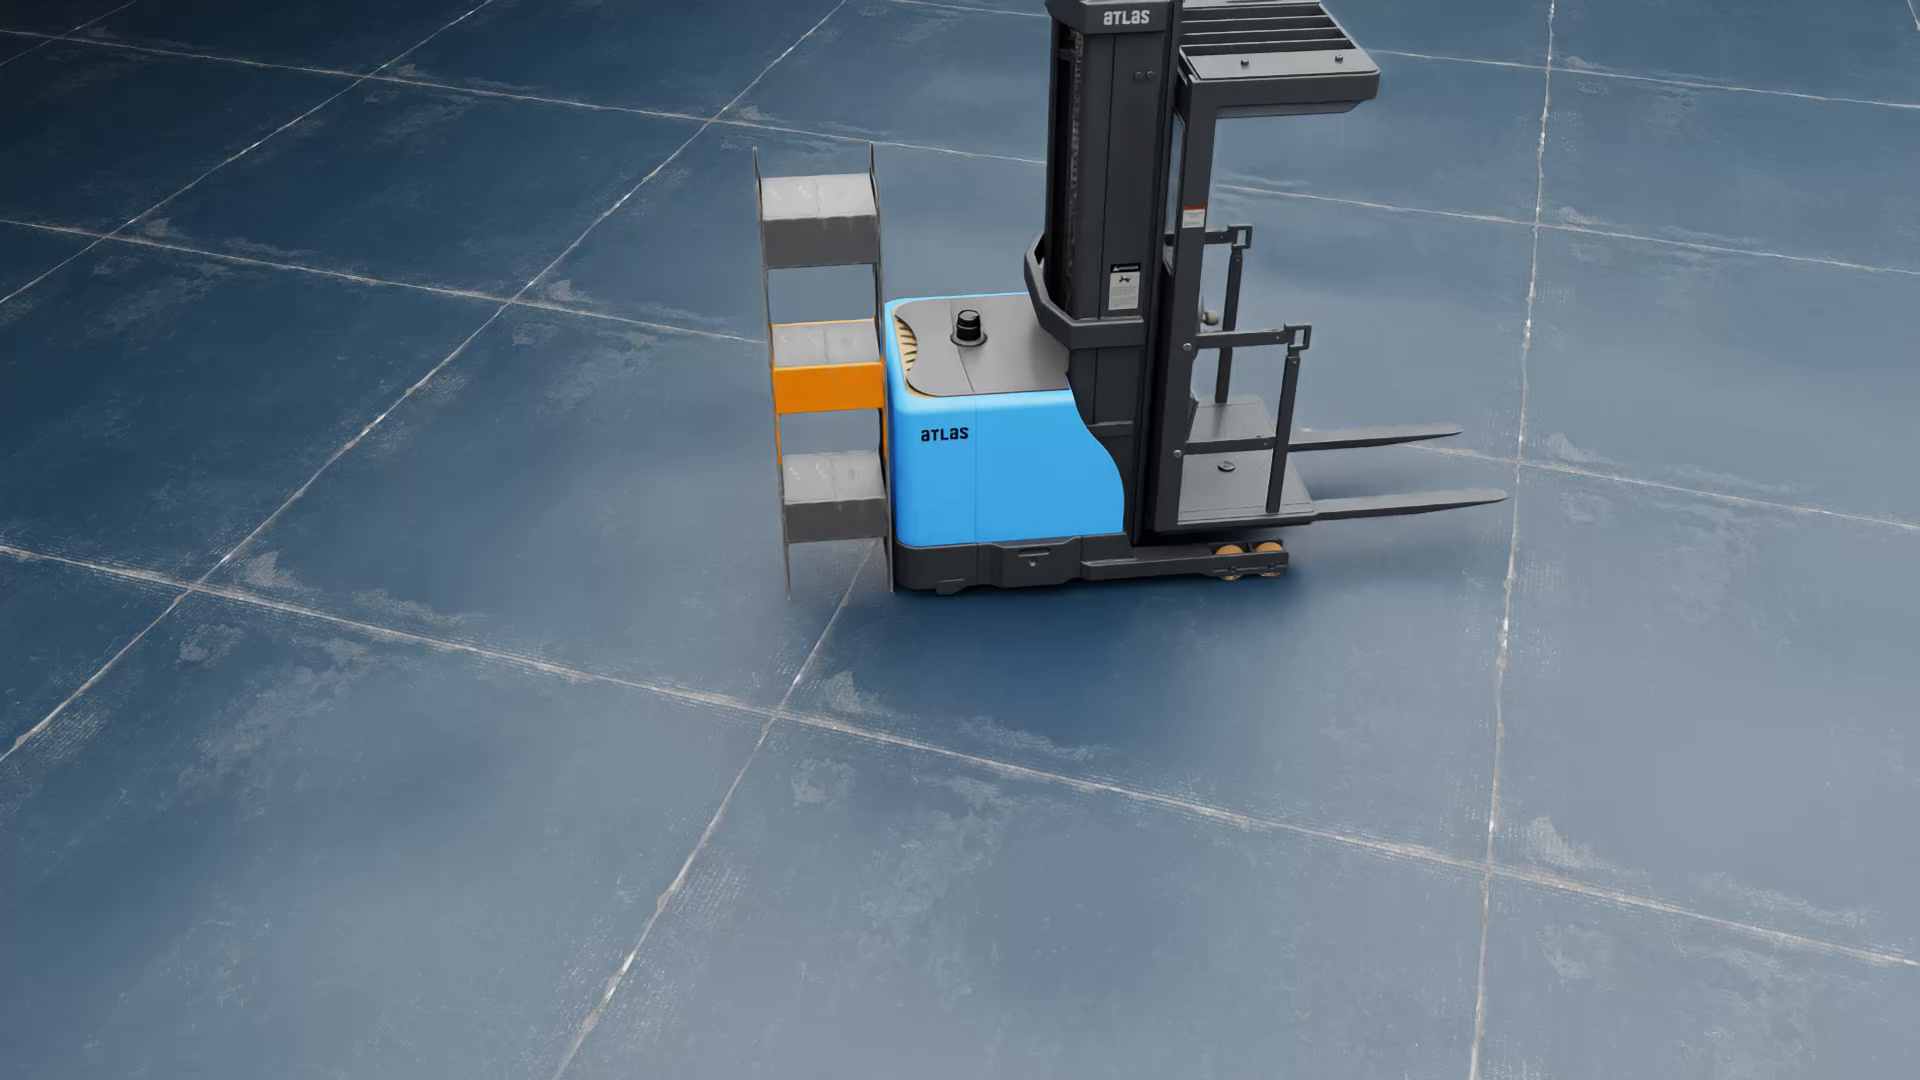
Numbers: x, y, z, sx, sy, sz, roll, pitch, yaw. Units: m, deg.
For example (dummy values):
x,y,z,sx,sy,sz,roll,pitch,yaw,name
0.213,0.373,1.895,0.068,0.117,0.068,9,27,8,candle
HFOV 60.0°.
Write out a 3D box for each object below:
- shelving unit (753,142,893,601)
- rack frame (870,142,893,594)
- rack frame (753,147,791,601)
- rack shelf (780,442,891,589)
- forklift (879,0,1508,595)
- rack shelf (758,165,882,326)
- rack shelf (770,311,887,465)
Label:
x,y,z,sx,sy,sz,roll,pitch,yaw,name
-0.590,-0.692,7.418,0.503,2.100,0.431,-4,37,-6,shelving unit
-0.348,-0.709,7.442,0.015,2.100,0.400,-4,37,-6,rack frame
-0.832,-0.674,7.395,0.015,2.100,0.400,-4,37,-6,rack frame
-0.590,-0.117,7.841,0.480,0.518,0.431,-4,37,-6,rack shelf
1.148,-1.297,7.540,3.031,2.935,1.130,-4,37,-6,forklift
-0.590,-1.244,7.011,0.480,0.518,0.431,-4,37,-6,rack shelf
-0.590,-0.681,7.426,0.480,0.518,0.431,-4,37,-6,rack shelf
